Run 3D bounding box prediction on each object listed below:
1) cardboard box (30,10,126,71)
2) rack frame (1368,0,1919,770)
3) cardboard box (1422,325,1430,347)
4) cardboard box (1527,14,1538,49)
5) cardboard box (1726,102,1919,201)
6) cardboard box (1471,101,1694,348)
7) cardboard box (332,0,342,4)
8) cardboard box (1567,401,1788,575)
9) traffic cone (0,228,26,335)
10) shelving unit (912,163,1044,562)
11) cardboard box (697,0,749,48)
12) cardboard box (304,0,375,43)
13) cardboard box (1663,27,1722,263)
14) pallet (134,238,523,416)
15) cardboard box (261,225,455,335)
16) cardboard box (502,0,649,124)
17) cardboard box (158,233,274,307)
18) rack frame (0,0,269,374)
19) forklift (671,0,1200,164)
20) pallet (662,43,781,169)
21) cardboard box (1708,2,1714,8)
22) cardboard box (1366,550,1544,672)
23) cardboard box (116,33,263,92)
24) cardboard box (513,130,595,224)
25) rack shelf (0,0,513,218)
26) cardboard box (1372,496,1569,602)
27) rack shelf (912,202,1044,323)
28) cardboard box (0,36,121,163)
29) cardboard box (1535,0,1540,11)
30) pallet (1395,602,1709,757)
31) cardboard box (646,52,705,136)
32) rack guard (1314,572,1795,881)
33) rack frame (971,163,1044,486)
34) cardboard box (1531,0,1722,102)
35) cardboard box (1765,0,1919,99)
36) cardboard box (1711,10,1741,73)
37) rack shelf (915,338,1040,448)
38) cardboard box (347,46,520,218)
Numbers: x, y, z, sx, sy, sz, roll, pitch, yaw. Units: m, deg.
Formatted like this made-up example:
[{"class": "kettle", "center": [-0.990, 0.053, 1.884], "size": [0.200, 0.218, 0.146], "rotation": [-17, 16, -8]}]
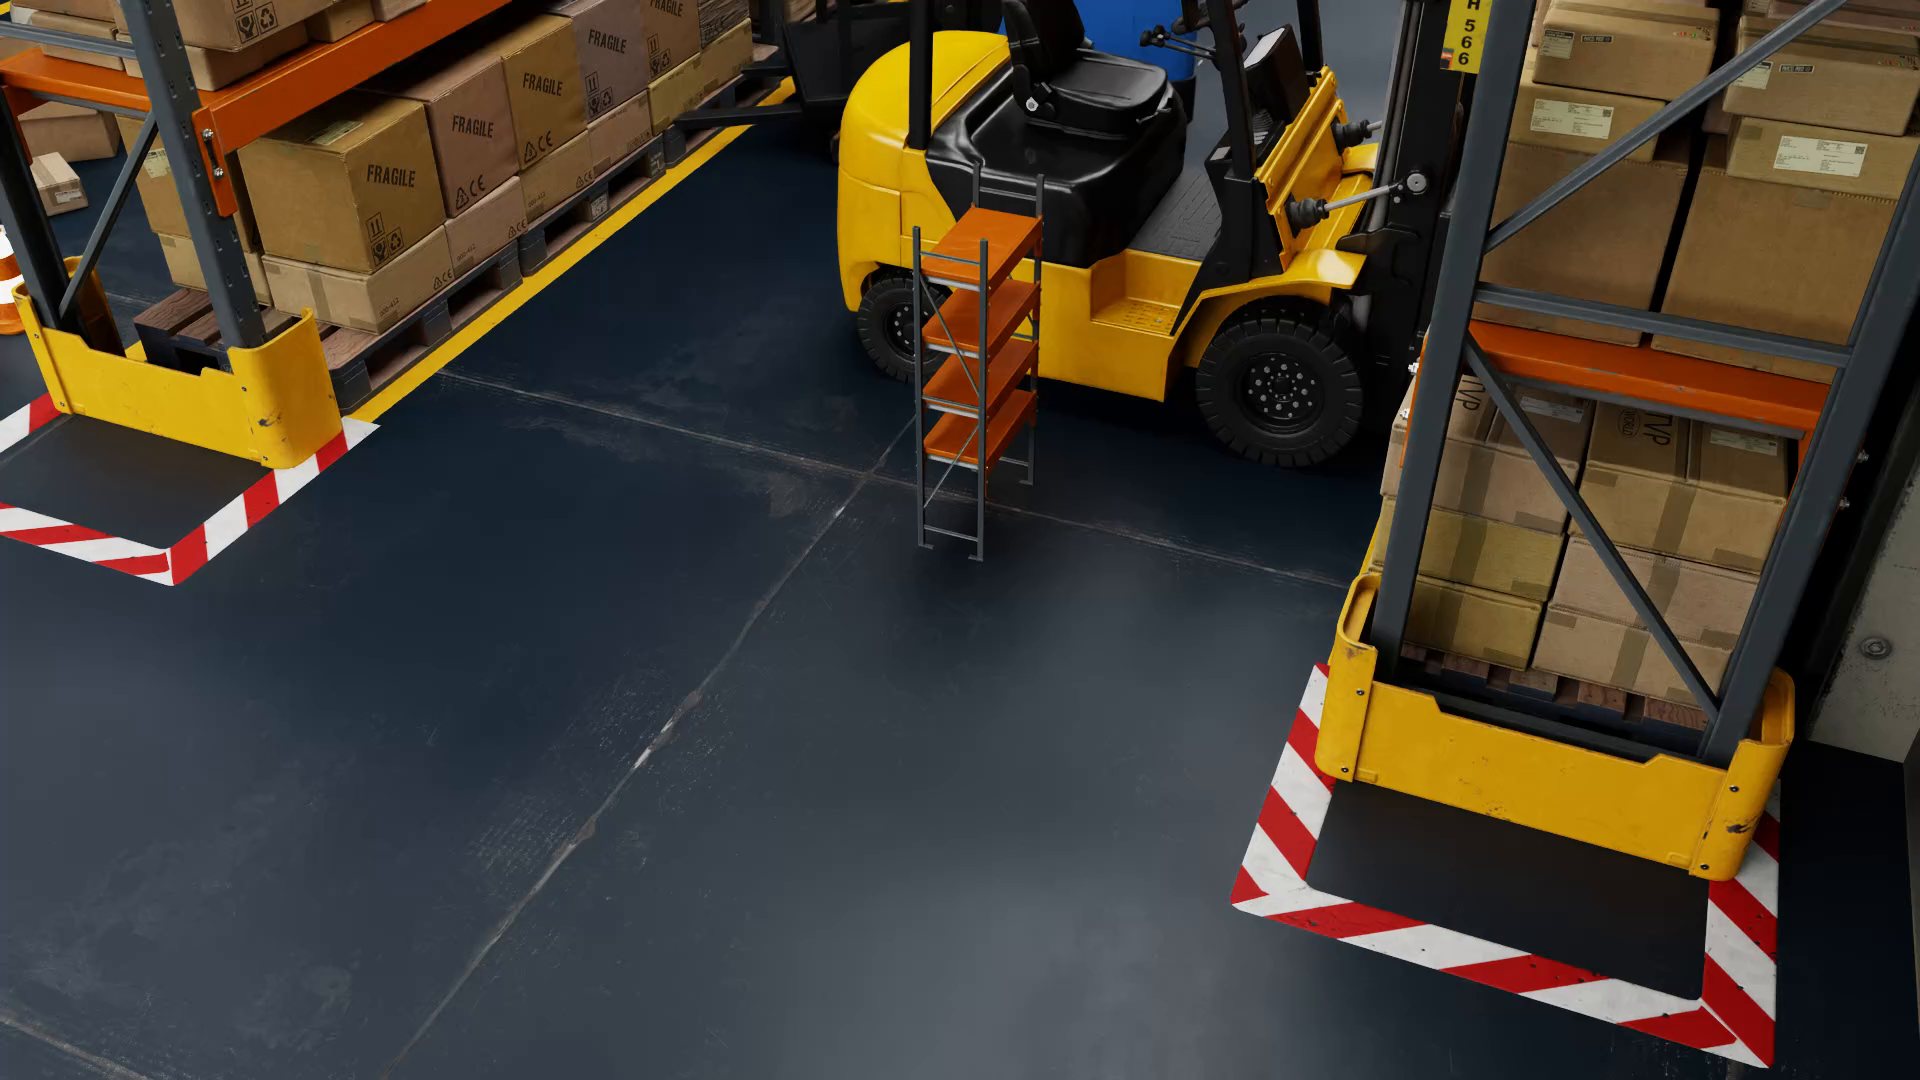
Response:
[{"class": "cardboard box", "center": [-3.012, -1.789, 5.848], "size": [0.380, 0.149, 0.250], "rotation": [15, 39, 19]}, {"class": "rack frame", "center": [1.636, -0.505, 3.920], "size": [1.000, 3.000, 0.127], "rotation": [14, 39, 18]}, {"class": "cardboard box", "center": [1.711, -0.582, 5.134], "size": [0.500, 0.250, 0.500], "rotation": [15, 39, 19]}, {"class": "cardboard box", "center": [1.578, -1.209, 4.237], "size": [0.380, 0.149, 0.250], "rotation": [14, 39, 18]}, {"class": "cardboard box", "center": [2.005, -0.934, 3.868], "size": [0.380, 0.149, 0.250], "rotation": [13, 39, 17]}, {"class": "cardboard box", "center": [1.580, -0.877, 4.335], "size": [0.500, 0.500, 0.500], "rotation": [13, 39, 17]}, {"class": "cardboard box", "center": [-2.325, -2.279, 5.962], "size": [0.500, 0.500, 0.500], "rotation": [15, 39, 19]}, {"class": "cardboard box", "center": [1.994, -0.195, 4.617], "size": [0.500, 0.250, 0.500], "rotation": [13, 39, 17]}, {"class": "traffic cone", "center": [-3.985, -1.149, 6.901], "size": [0.336, 0.463, 0.334], "rotation": [14, 39, 18]}, {"class": "shelving unit", "center": [0.063, -0.572, 5.513], "size": [0.258, 1.200, 0.503], "rotation": [14, 39, 18]}, {"class": "cardboard box", "center": [-1.411, -2.827, 8.346], "size": [0.500, 0.500, 0.500], "rotation": [13, 39, 17]}, {"class": "cardboard box", "center": [-2.376, -1.945, 6.057], "size": [0.380, 0.149, 0.250], "rotation": [13, 39, 16]}, {"class": "cardboard box", "center": [2.259, -1.050, 4.565], "size": [0.500, 0.500, 0.500], "rotation": [15, 39, 19]}, {"class": "pallet", "center": [-2.585, -1.001, 6.912], "size": [1.003, 0.211, 1.213], "rotation": [14, 39, 18]}, {"class": "cardboard box", "center": [-2.393, -1.084, 6.641], "size": [0.500, 0.250, 0.500], "rotation": [14, 39, 17]}, {"class": "cardboard box", "center": [-1.796, -2.262, 7.590], "size": [0.500, 0.500, 0.500], "rotation": [16, 40, 20]}, {"class": "cardboard box", "center": [-2.888, -1.223, 6.826], "size": [0.500, 0.250, 0.500], "rotation": [14, 39, 18]}, {"class": "rack frame", "center": [-2.956, -1.634, 5.430], "size": [1.000, 3.000, 0.127], "rotation": [14, 39, 18]}, {"class": "forklift", "center": [-0.378, -3.365, 7.803], "size": [3.031, 2.935, 1.130], "rotation": [-7, 37, -9]}, {"class": "pallet", "center": [-1.657, -2.351, 8.720], "size": [1.003, 0.211, 1.213], "rotation": [14, 39, 18]}, {"class": "cardboard box", "center": [1.981, -1.446, 5.096], "size": [0.500, 0.500, 0.500], "rotation": [13, 39, 17]}, {"class": "cardboard box", "center": [1.522, 0.096, 5.062], "size": [0.500, 0.250, 0.500], "rotation": [14, 39, 18]}, {"class": "cardboard box", "center": [-2.635, -1.674, 5.694], "size": [0.380, 0.149, 0.250], "rotation": [14, 39, 18]}, {"class": "cardboard box", "center": [-1.996, -1.670, 7.425], "size": [0.500, 0.250, 0.500], "rotation": [16, 40, 21]}, {"class": "rack shelf", "center": [-2.195, -2.453, 7.127], "size": [1.077, 0.370, 4.000], "rotation": [14, 39, 18]}, {"class": "cardboard box", "center": [1.532, -0.113, 4.924], "size": [0.500, 0.250, 0.500], "rotation": [13, 39, 17]}, {"class": "rack shelf", "center": [0.063, -0.887, 5.278], "size": [0.258, 0.148, 0.480], "rotation": [14, 39, 18]}, {"class": "cardboard box", "center": [-4.629, -2.183, 8.250], "size": [0.797, 0.503, 0.637], "rotation": [-11, 38, -14]}, {"class": "cardboard box", "center": [1.717, -1.465, 4.331], "size": [0.380, 0.149, 0.250], "rotation": [15, 39, 19]}, {"class": "pallet", "center": [1.888, 0.179, 5.334], "size": [1.003, 0.211, 1.213], "rotation": [14, 39, 18]}, {"class": "cardboard box", "center": [-1.604, -2.229, 8.173], "size": [0.500, 0.250, 0.500], "rotation": [13, 39, 17]}, {"class": "rack guard", "center": [1.627, 0.510, 4.651], "size": [1.175, 0.500, 0.348], "rotation": [14, 39, 18]}, {"class": "rack frame", "center": [0.156, -0.707, 5.694], "size": [0.240, 1.200, 0.015], "rotation": [14, 39, 18]}, {"class": "cardboard box", "center": [1.577, -1.170, 3.937], "size": [0.380, 0.149, 0.250], "rotation": [14, 39, 18]}, {"class": "cardboard box", "center": [2.120, -1.194, 3.969], "size": [0.380, 0.149, 0.250], "rotation": [15, 39, 19]}, {"class": "cardboard box", "center": [2.142, -1.224, 4.256], "size": [0.380, 0.149, 0.250], "rotation": [13, 39, 17]}, {"class": "rack shelf", "center": [0.063, -0.518, 5.554], "size": [0.258, 0.148, 0.480], "rotation": [14, 39, 18]}, {"class": "cardboard box", "center": [-2.190, -1.688, 6.823], "size": [0.500, 0.500, 0.500], "rotation": [12, 39, 16]}]
